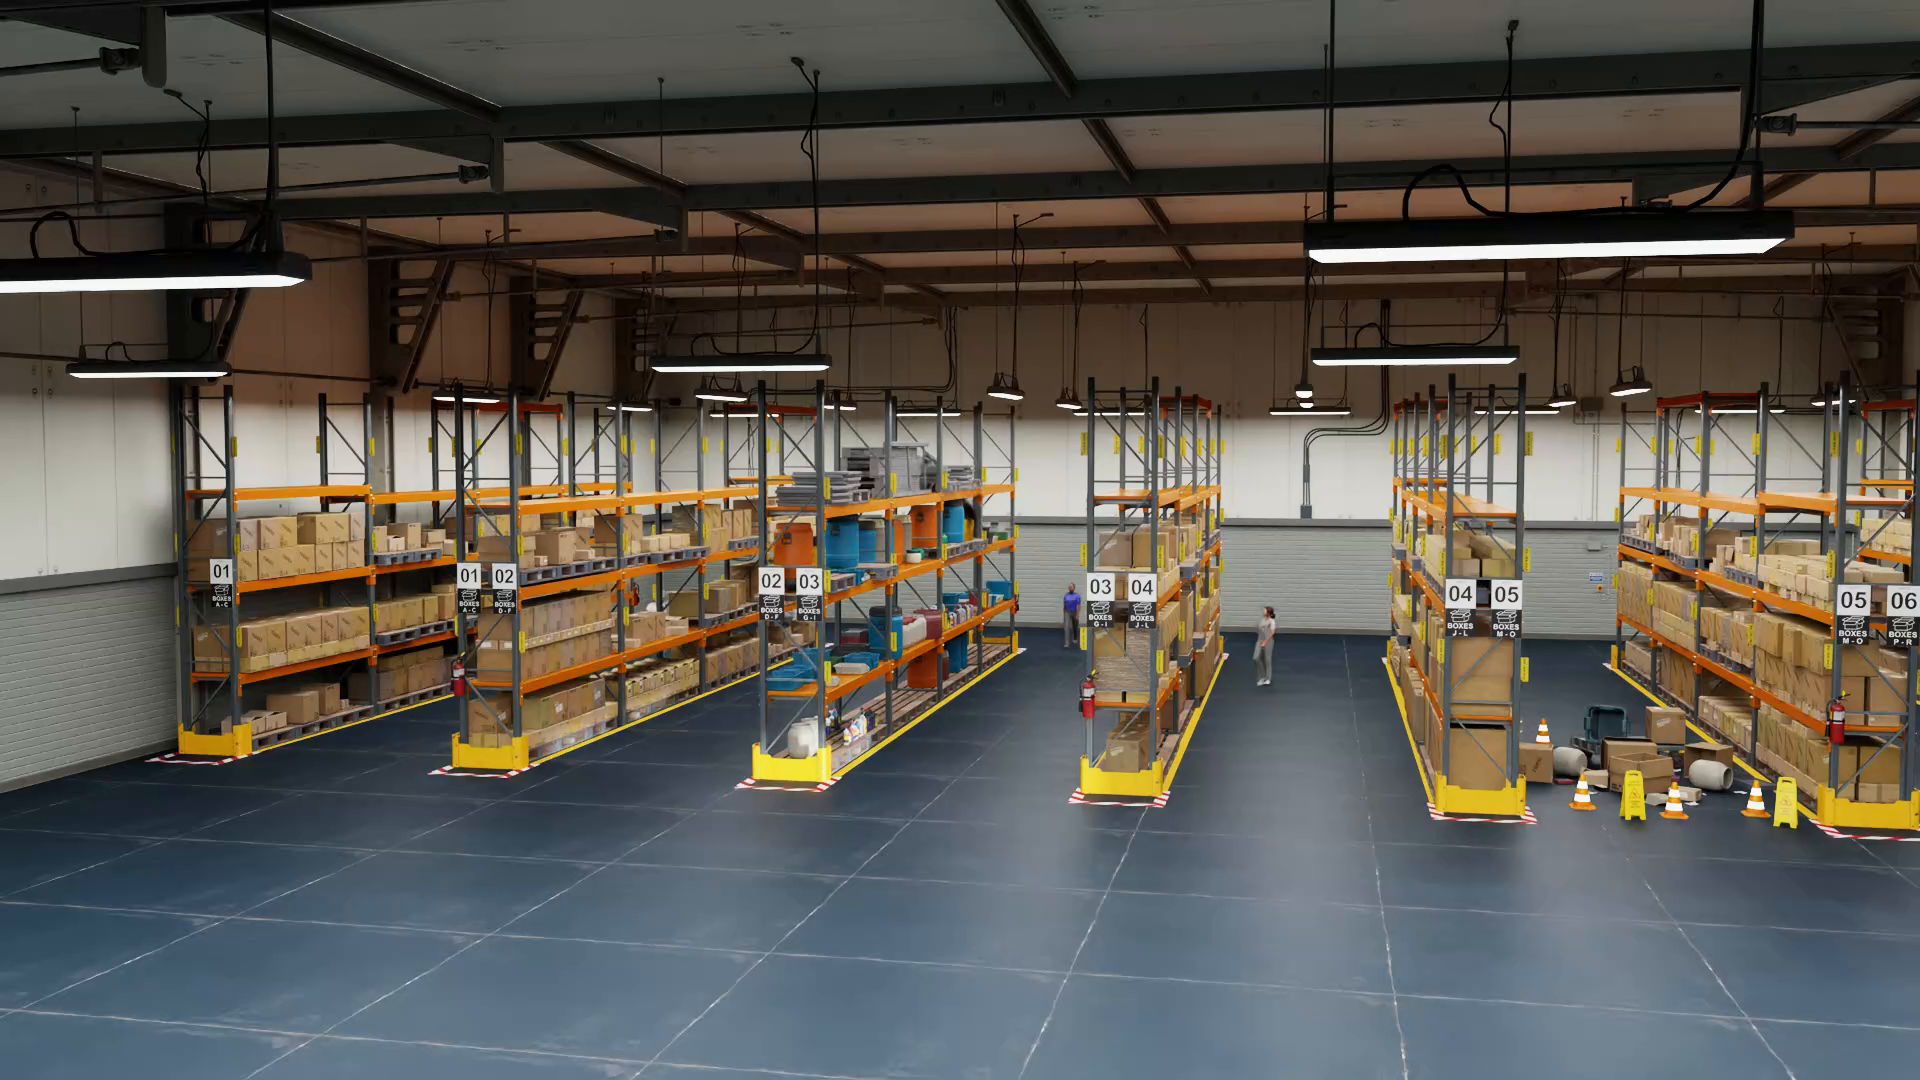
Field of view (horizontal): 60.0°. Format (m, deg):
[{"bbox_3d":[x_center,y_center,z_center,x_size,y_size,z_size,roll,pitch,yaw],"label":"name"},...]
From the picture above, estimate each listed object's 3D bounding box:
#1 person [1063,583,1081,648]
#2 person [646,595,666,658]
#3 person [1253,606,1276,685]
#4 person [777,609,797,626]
[{"bbox_3d":[2.789,1.875,41.489,0.432,1.601,1.024,0,3,3],"label":"person"},{"bbox_3d":[-6.964,2.027,38.369,0.489,1.631,0.665,1,3,11],"label":"person"},{"bbox_3d":[6.380,2.238,34.937,0.500,1.717,0.605,2,4,36],"label":"person"},{"bbox_3d":[-4.543,1.629,44.389,0.565,1.756,0.797,-3,4,-39],"label":"person"}]
